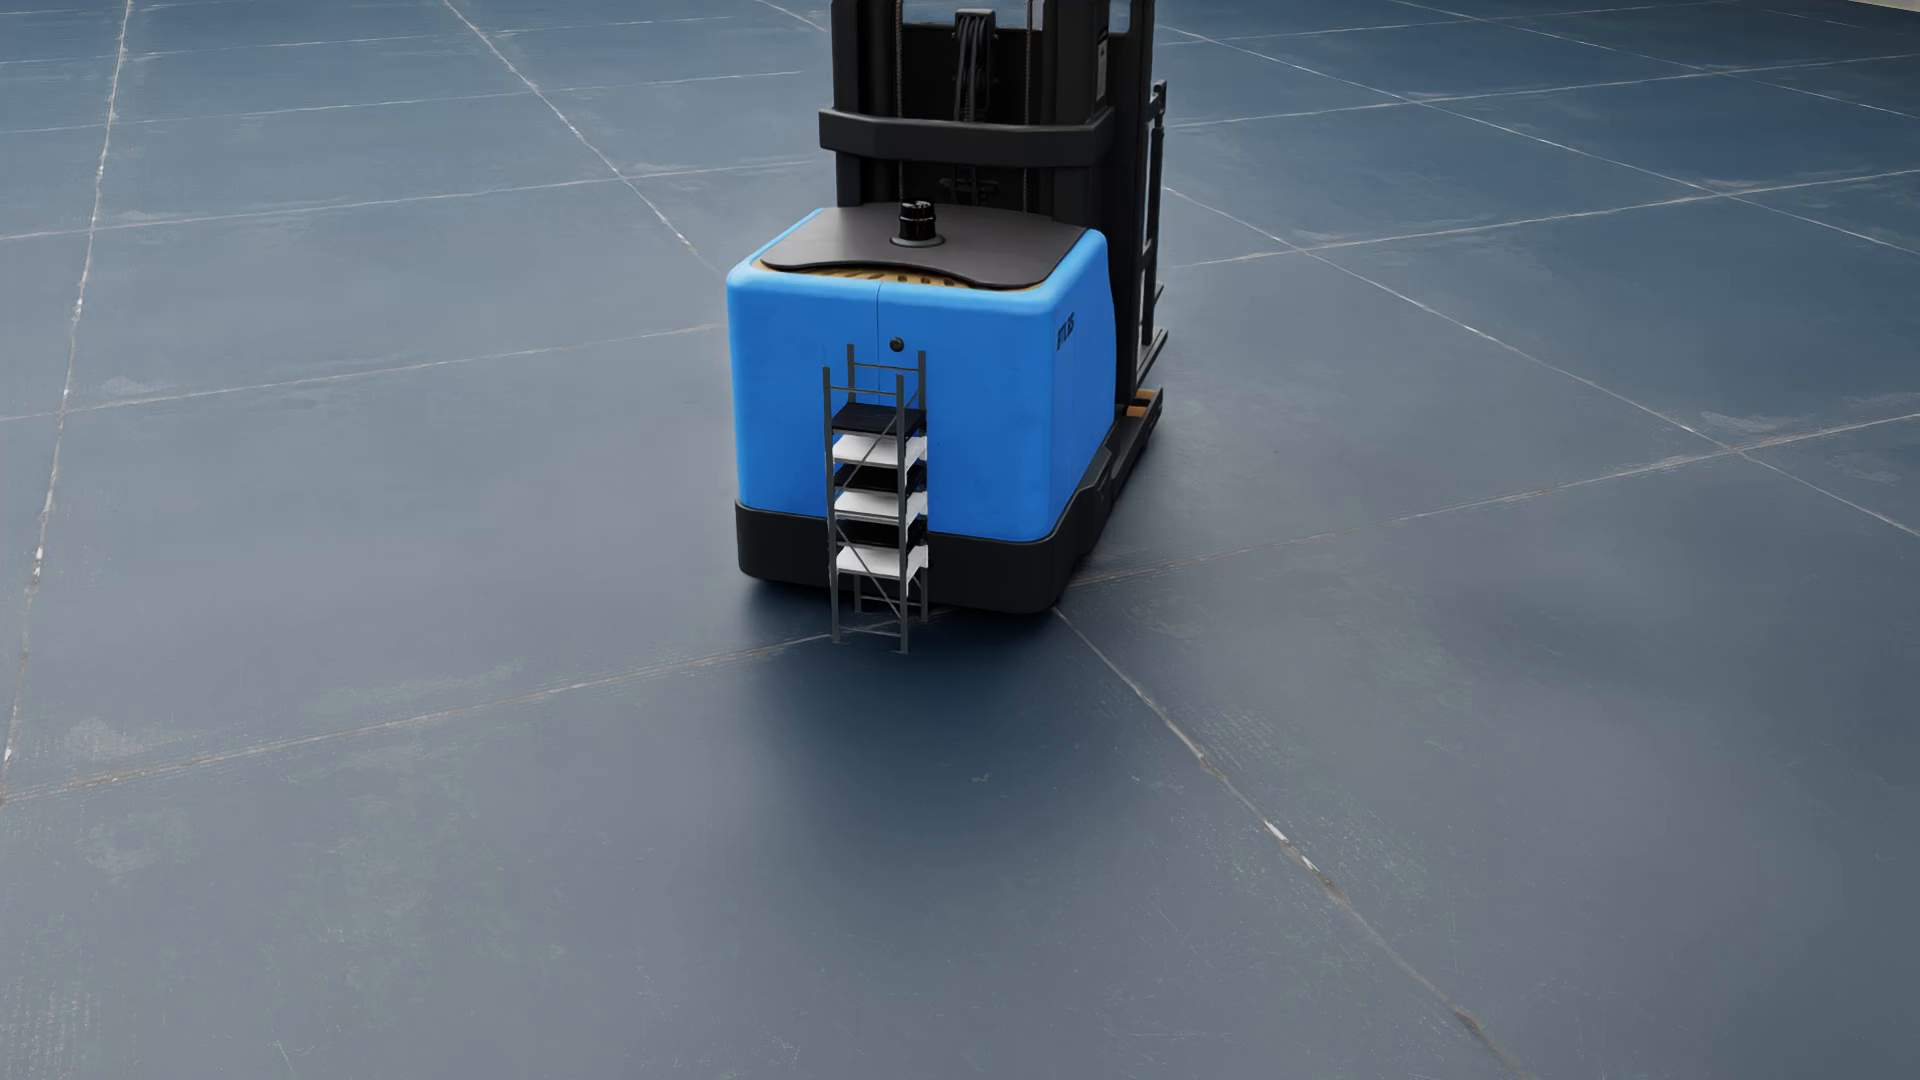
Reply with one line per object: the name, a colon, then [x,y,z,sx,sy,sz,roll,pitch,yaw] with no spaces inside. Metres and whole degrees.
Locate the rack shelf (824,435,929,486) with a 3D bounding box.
rack shelf: [-0.245,-0.247,4.895,0.258,0.077,0.200,7,27,15]

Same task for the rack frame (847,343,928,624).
rack frame: [-0.216,-0.158,5.047,0.240,0.900,0.006,7,27,15]

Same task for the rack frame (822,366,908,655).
rack frame: [-0.273,-0.072,4.872,0.240,0.900,0.006,7,27,15]

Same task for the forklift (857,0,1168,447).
forklift: [0.199,-1.706,5.975,1.118,2.867,2.937,7,27,15]

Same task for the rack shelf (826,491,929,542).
rack shelf: [-0.245,-0.085,4.974,0.258,0.077,0.200,7,27,15]

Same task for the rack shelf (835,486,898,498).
rack shelf: [-0.245,-0.179,4.928,0.199,0.015,0.184,7,27,15]

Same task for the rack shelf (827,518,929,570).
rack shelf: [-0.245,-0.004,5.014,0.258,0.077,0.200,7,27,15]

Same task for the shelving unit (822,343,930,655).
shelving unit: [-0.245,-0.115,4.960,0.258,0.900,0.210,7,27,15]

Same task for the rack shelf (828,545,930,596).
rack shelf: [-0.245,0.077,5.053,0.258,0.077,0.200,7,27,15]

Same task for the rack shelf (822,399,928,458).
rack shelf: [-0.245,-0.328,4.856,0.258,0.077,0.200,7,27,15]

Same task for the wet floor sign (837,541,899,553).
wet floor sign: [-4.236,1.949,1.023,8.693,0.644,8.687,-1,26,-3]
